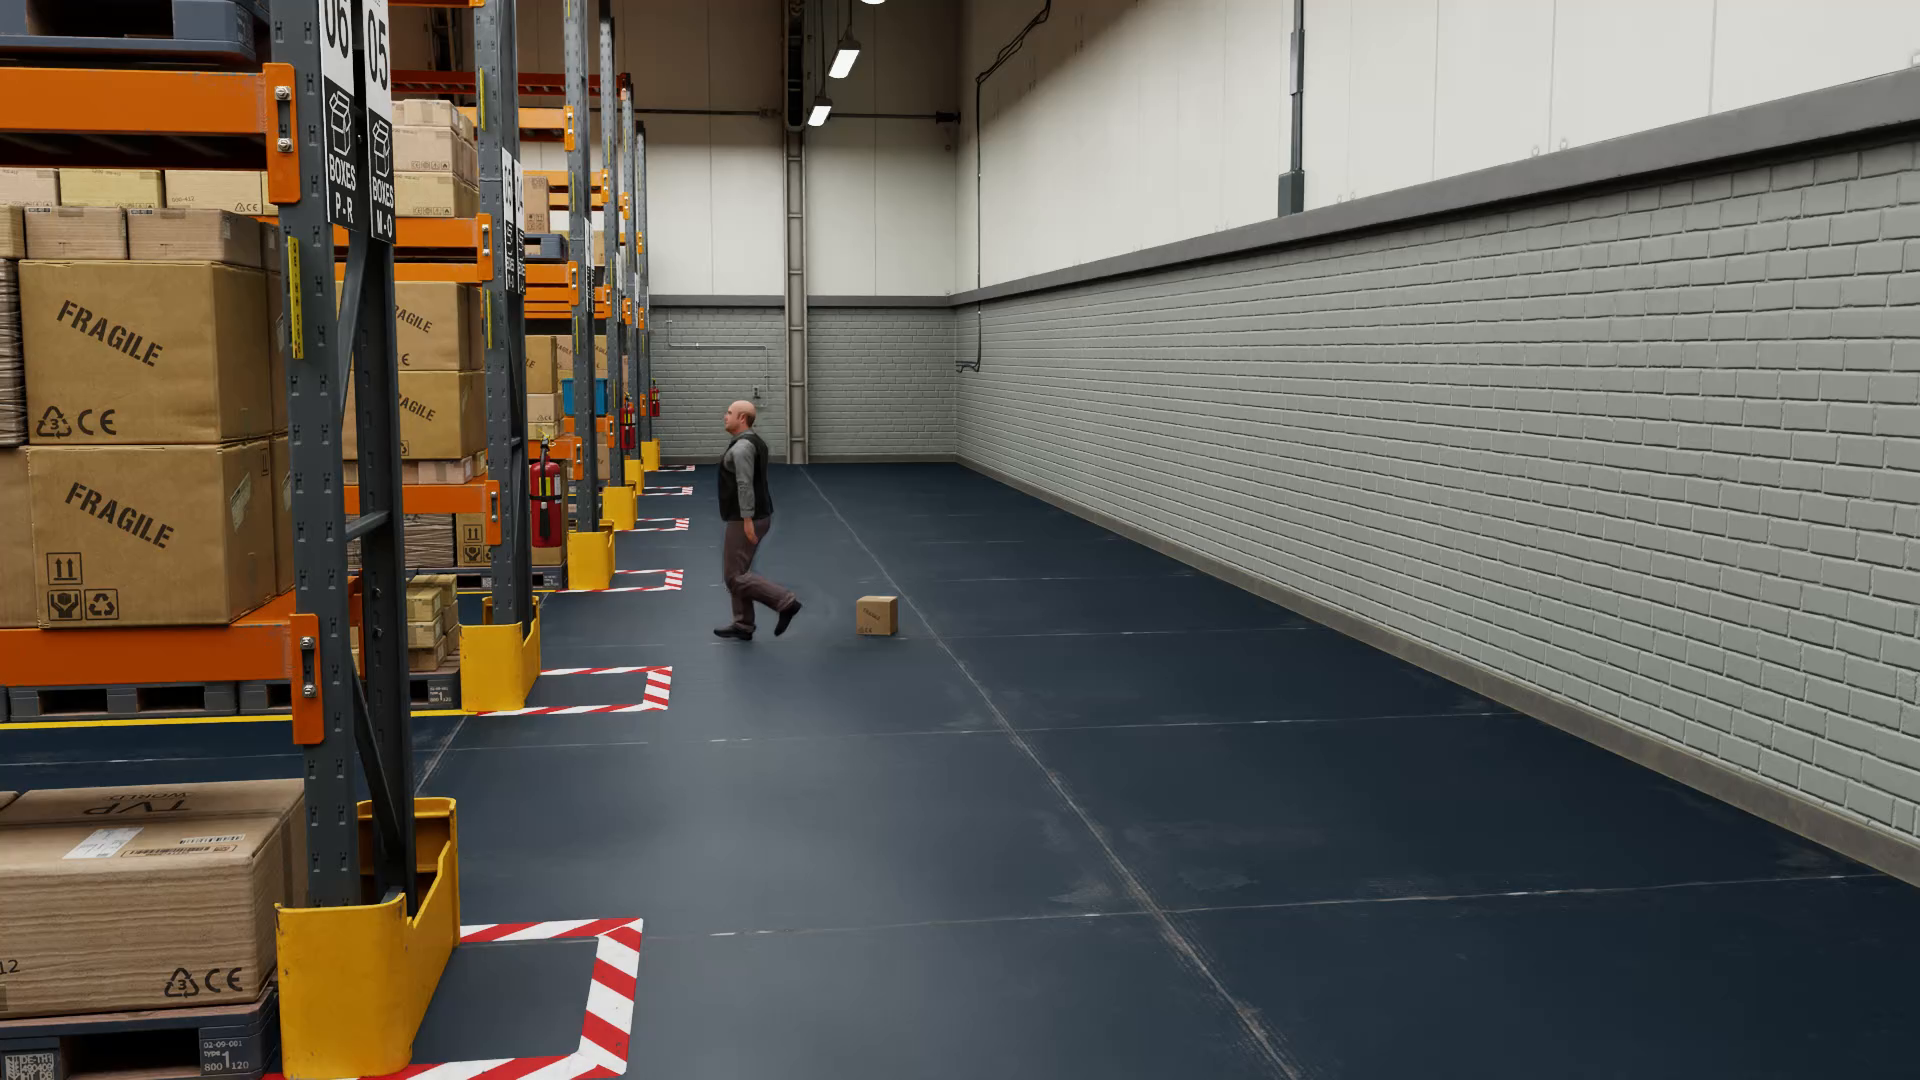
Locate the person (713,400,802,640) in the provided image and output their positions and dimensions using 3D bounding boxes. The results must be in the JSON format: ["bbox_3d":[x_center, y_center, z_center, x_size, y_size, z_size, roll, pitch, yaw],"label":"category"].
[{"bbox_3d":[-1.441,-0.125,11.702,0.695,1.708,0.540,1,6,5],"label":"person"}]
